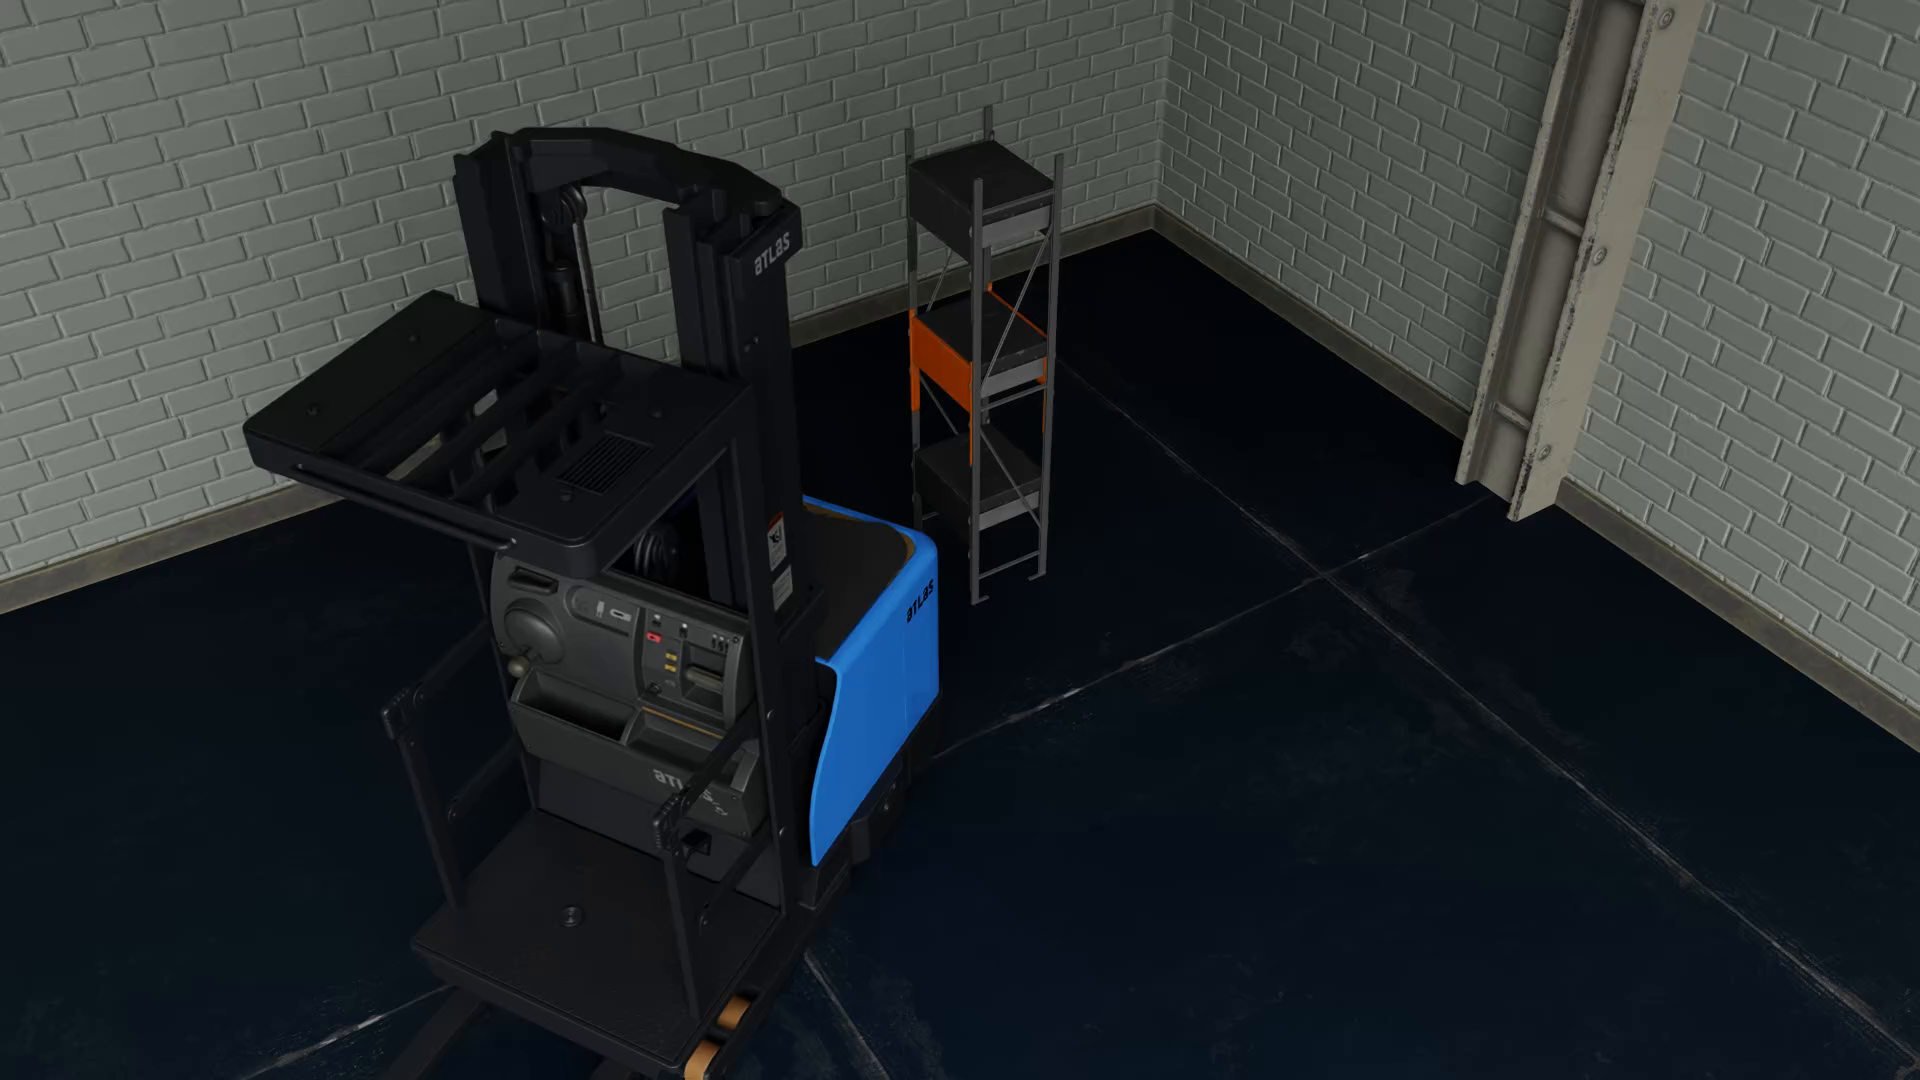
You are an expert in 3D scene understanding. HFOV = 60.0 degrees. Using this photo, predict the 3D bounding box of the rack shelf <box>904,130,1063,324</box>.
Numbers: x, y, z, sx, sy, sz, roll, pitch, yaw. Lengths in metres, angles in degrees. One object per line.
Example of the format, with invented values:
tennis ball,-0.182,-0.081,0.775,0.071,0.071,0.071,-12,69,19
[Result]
rack shelf,0.089,-1.245,6.592,0.431,0.518,0.480,-22,45,-24

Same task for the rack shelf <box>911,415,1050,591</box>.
rack shelf,0.089,-0.169,7.488,0.431,0.518,0.480,-22,45,-24

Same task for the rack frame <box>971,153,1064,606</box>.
rack frame,0.220,-0.586,6.873,0.400,2.100,0.015,-22,45,-24

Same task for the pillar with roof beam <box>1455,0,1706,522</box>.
pillar with roof beam,-0.968,-2.220,3.445,9.100,9.000,0.400,-22,45,-24

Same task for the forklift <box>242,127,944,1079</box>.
forklift,-1.172,0.393,5.049,1.130,2.935,3.031,18,43,20

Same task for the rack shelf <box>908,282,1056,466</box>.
rack shelf,0.089,-0.707,7.040,0.431,0.518,0.480,-22,45,-24

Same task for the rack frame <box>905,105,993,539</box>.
rack frame,-0.042,-0.849,7.189,0.400,2.100,0.015,-22,45,-24

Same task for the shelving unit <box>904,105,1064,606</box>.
shelving unit,0.089,-0.717,7.031,0.431,2.100,0.503,-22,45,-24
